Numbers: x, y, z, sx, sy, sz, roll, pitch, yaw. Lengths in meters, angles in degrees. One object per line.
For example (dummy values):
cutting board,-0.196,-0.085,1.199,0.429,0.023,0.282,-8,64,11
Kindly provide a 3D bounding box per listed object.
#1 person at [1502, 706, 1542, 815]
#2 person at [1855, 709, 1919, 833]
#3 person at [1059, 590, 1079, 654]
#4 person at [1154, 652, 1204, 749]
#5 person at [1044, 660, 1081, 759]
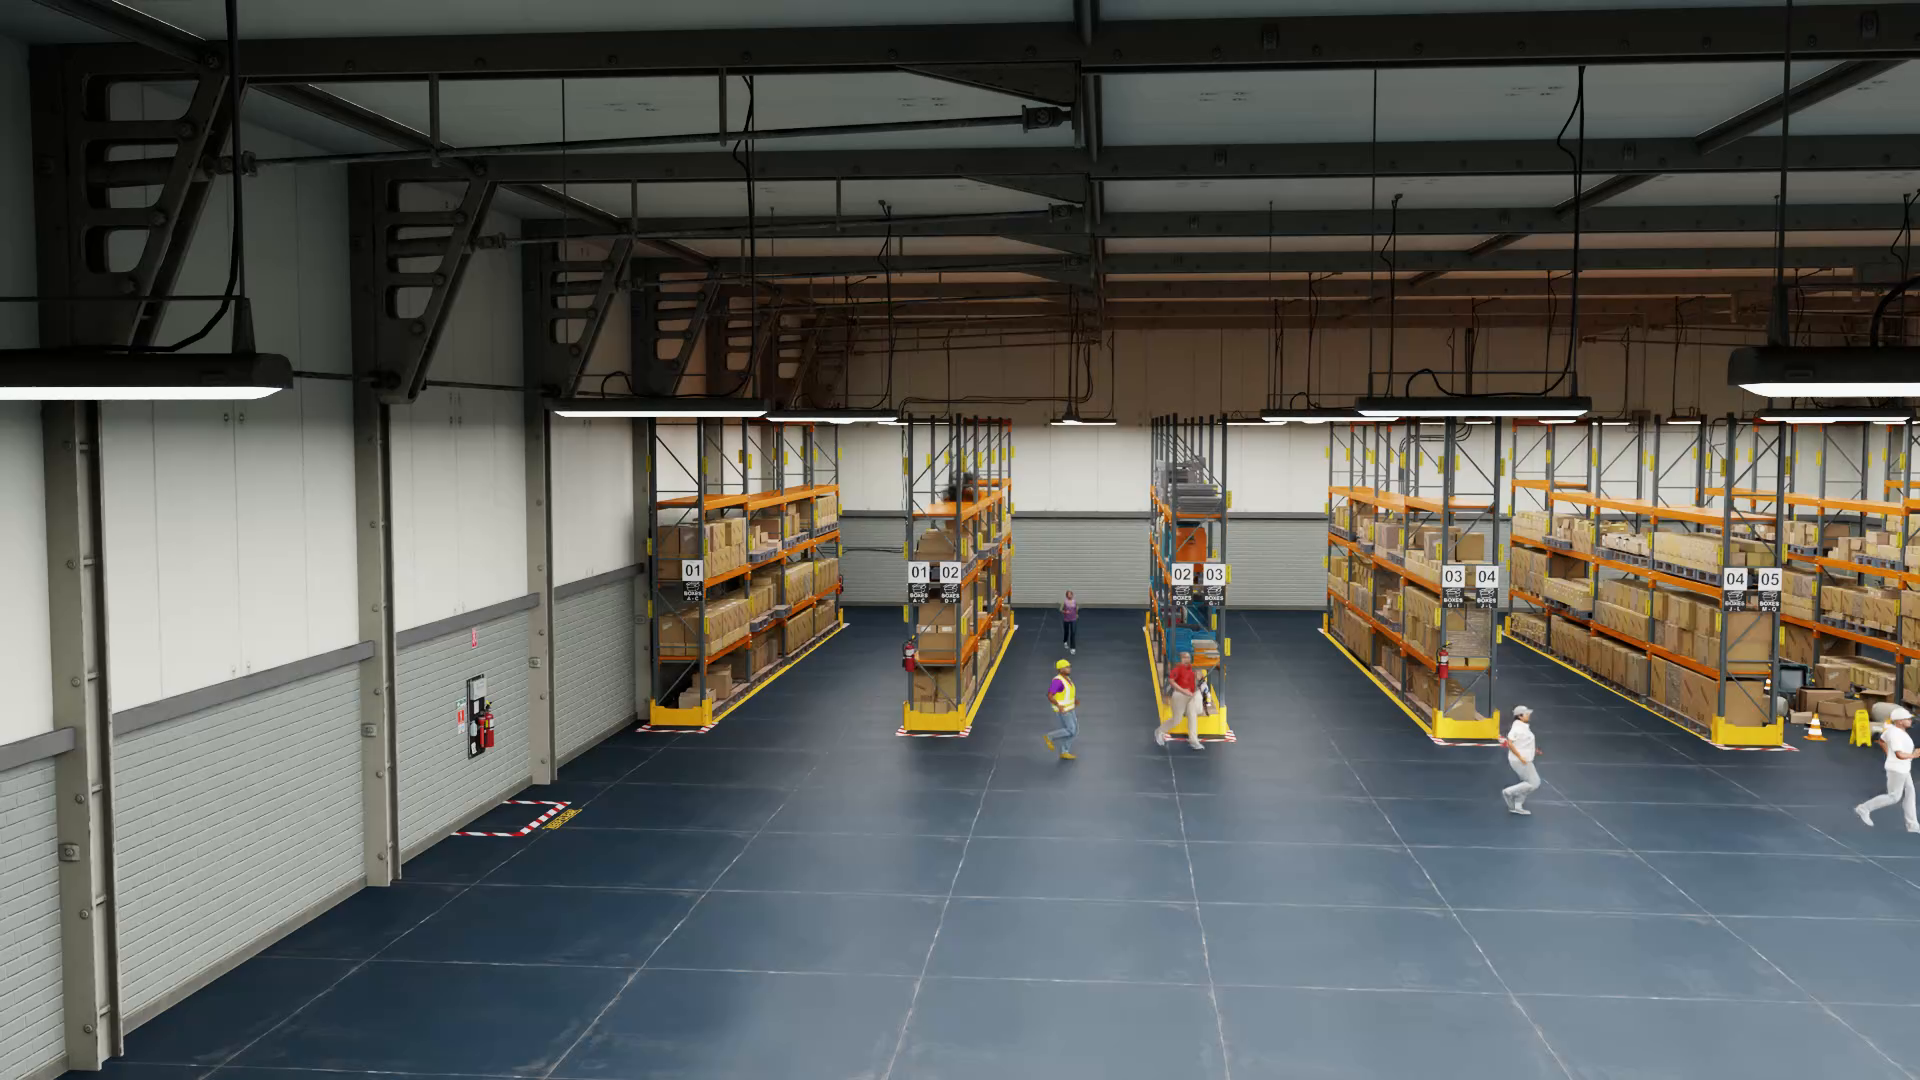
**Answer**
person,8.330,3.260,24.623,0.547,1.624,0.607,2,4,22
person,13.187,3.240,23.442,0.953,1.747,0.702,2,5,33
person,2.781,2.071,42.301,0.540,1.583,0.879,-1,4,-8
person,4.021,2.851,29.867,0.987,1.695,0.734,2,5,32
person,1.771,2.928,28.814,0.589,1.720,0.692,2,4,25
